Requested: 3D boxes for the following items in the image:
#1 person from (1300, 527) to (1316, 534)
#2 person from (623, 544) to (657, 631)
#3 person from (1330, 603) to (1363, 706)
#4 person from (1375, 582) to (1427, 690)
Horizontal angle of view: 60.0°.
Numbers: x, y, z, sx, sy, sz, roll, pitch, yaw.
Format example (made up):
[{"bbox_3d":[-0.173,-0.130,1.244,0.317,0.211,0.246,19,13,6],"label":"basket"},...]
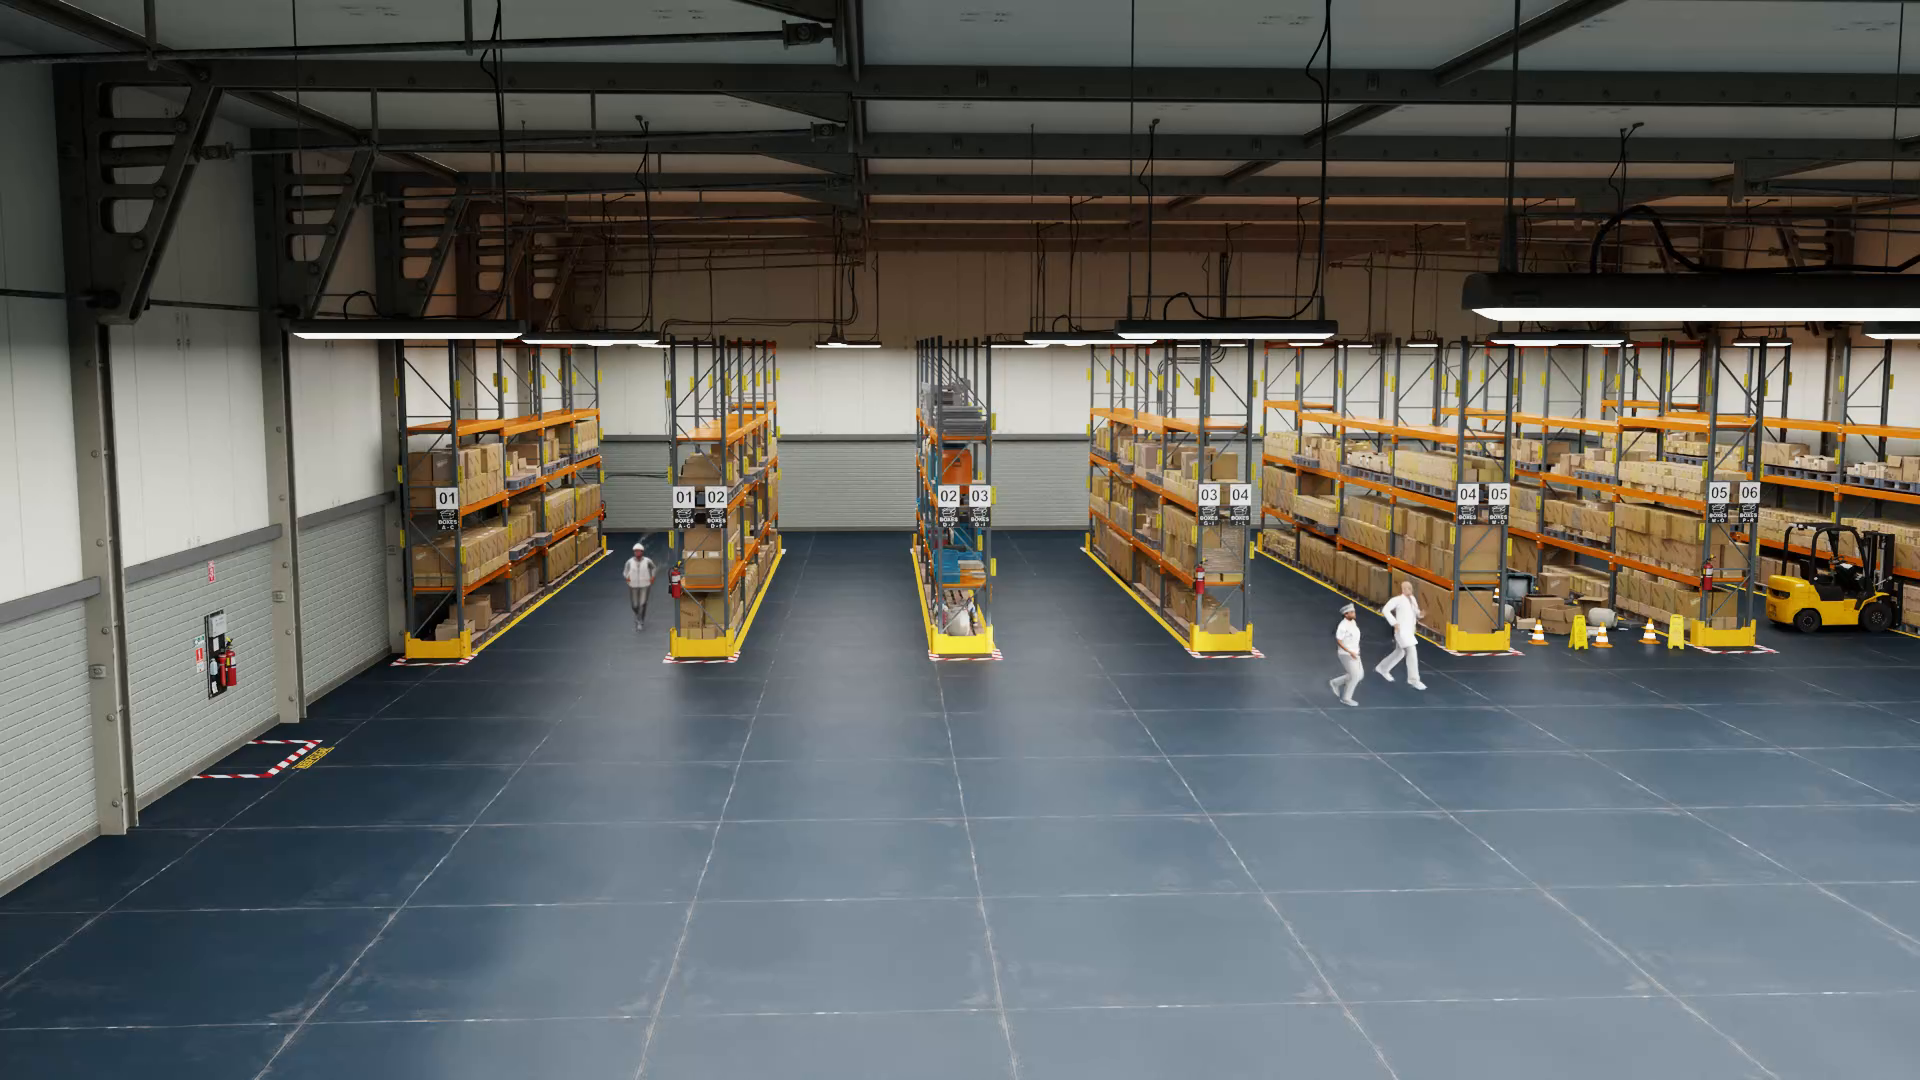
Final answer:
[{"bbox_3d":[10.274,-0.668,49.168,0.742,1.711,0.575,-1,7,-9],"label":"person"},{"bbox_3d":[-6.626,0.952,34.418,0.676,1.751,0.945,-1,7,-4],"label":"person"},{"bbox_3d":[6.279,1.844,27.020,0.507,1.672,0.575,4,8,33],"label":"person"},{"bbox_3d":[7.598,1.605,28.490,0.974,1.817,0.679,5,8,39],"label":"person"}]
